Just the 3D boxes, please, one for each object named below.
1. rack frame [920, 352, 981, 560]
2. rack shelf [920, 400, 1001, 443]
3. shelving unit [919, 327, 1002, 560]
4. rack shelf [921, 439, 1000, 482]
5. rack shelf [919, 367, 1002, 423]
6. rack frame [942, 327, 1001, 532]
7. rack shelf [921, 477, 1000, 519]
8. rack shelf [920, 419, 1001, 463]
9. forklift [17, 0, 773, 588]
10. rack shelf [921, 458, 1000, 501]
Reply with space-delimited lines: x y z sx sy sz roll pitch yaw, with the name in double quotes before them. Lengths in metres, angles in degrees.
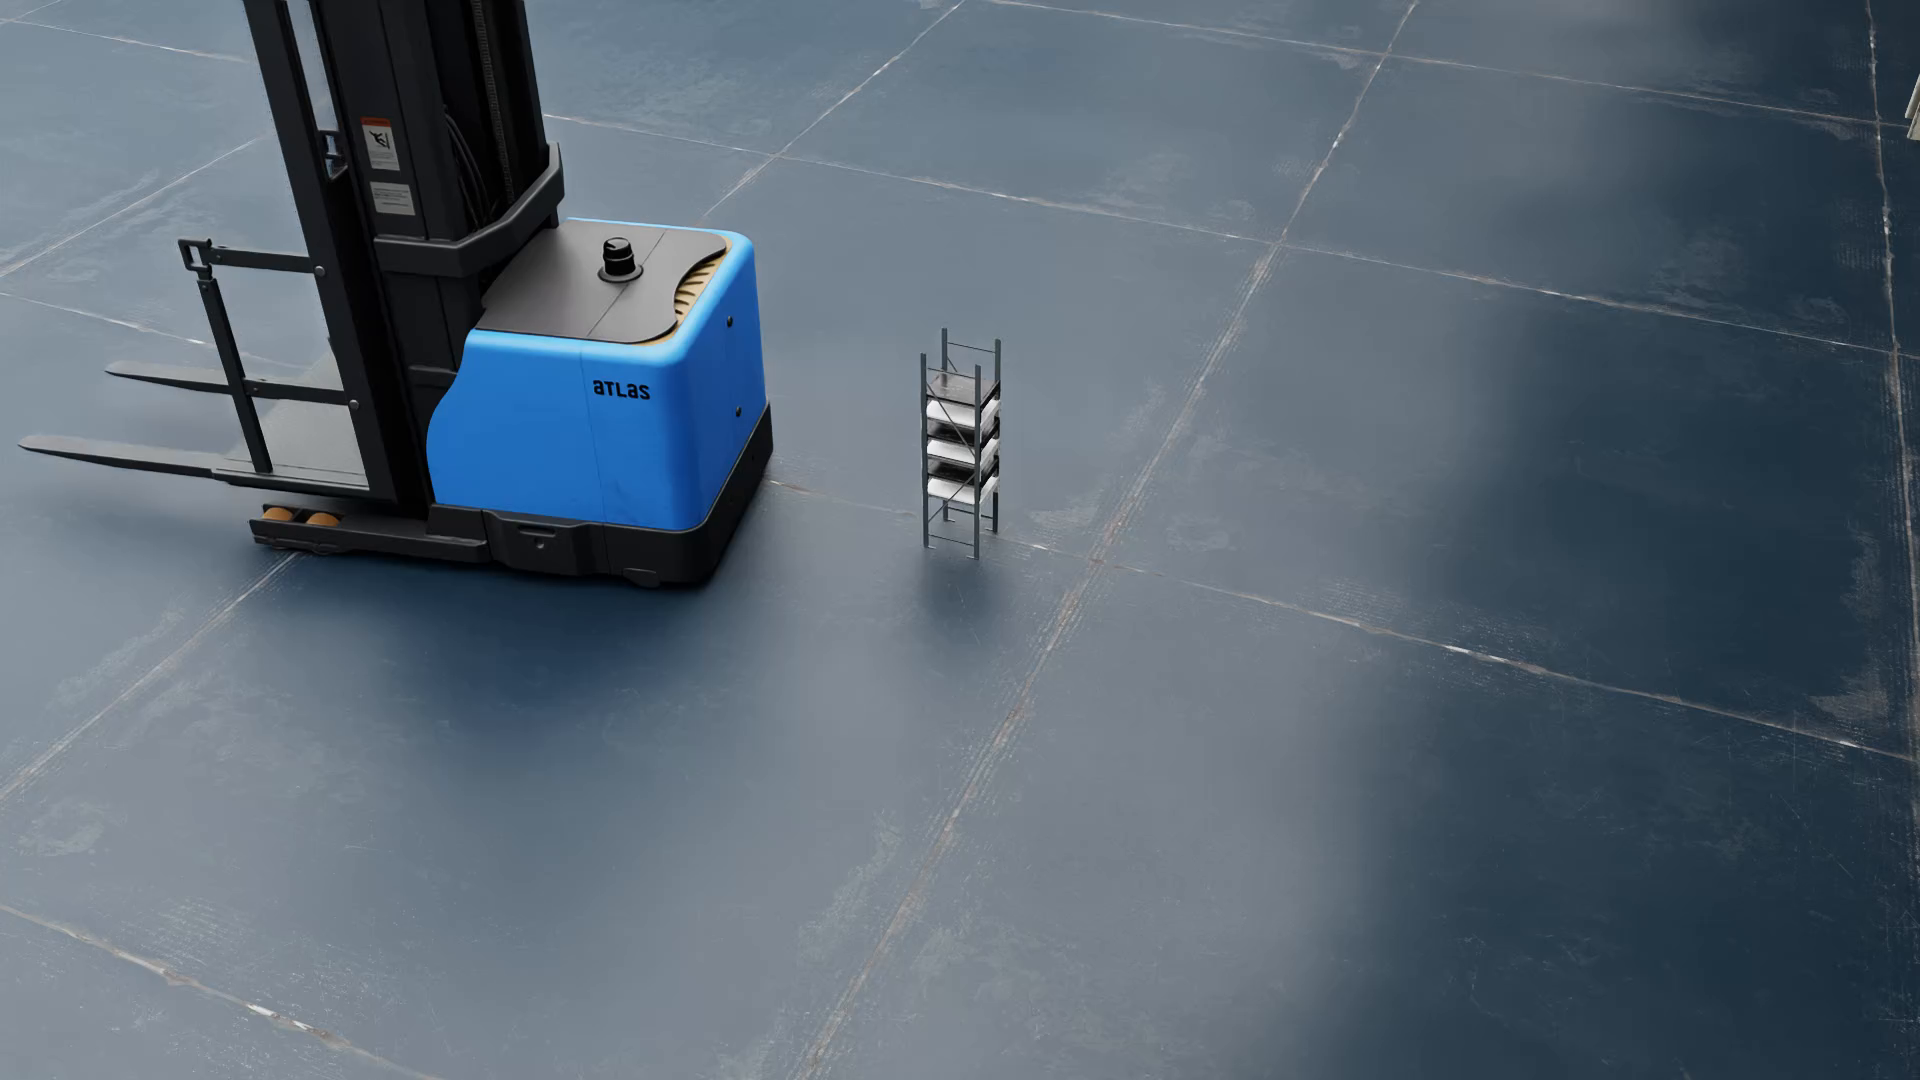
"rack frame" -0.036 -0.309 6.411 0.240 0.900 0.006 14 39 18
"rack shelf" 0.003 -0.482 6.399 0.258 0.077 0.200 14 39 18
"shelving unit" 0.003 -0.365 6.487 0.258 0.900 0.210 14 39 18
"rack shelf" 0.003 -0.338 6.507 0.258 0.077 0.200 14 39 18
"rack shelf" 0.003 -0.554 6.345 0.258 0.077 0.200 14 39 18
"rack frame" 0.042 -0.421 6.562 0.240 0.900 0.006 14 39 18
"rack shelf" 0.003 -0.194 6.614 0.258 0.077 0.200 14 39 18
"rack shelf" 0.003 -0.410 6.453 0.258 0.077 0.200 14 39 18
"forklift" -2.371 -1.418 6.199 3.031 2.935 1.130 7 37 9
"rack shelf" 0.003 -0.266 6.560 0.258 0.077 0.200 14 39 18
